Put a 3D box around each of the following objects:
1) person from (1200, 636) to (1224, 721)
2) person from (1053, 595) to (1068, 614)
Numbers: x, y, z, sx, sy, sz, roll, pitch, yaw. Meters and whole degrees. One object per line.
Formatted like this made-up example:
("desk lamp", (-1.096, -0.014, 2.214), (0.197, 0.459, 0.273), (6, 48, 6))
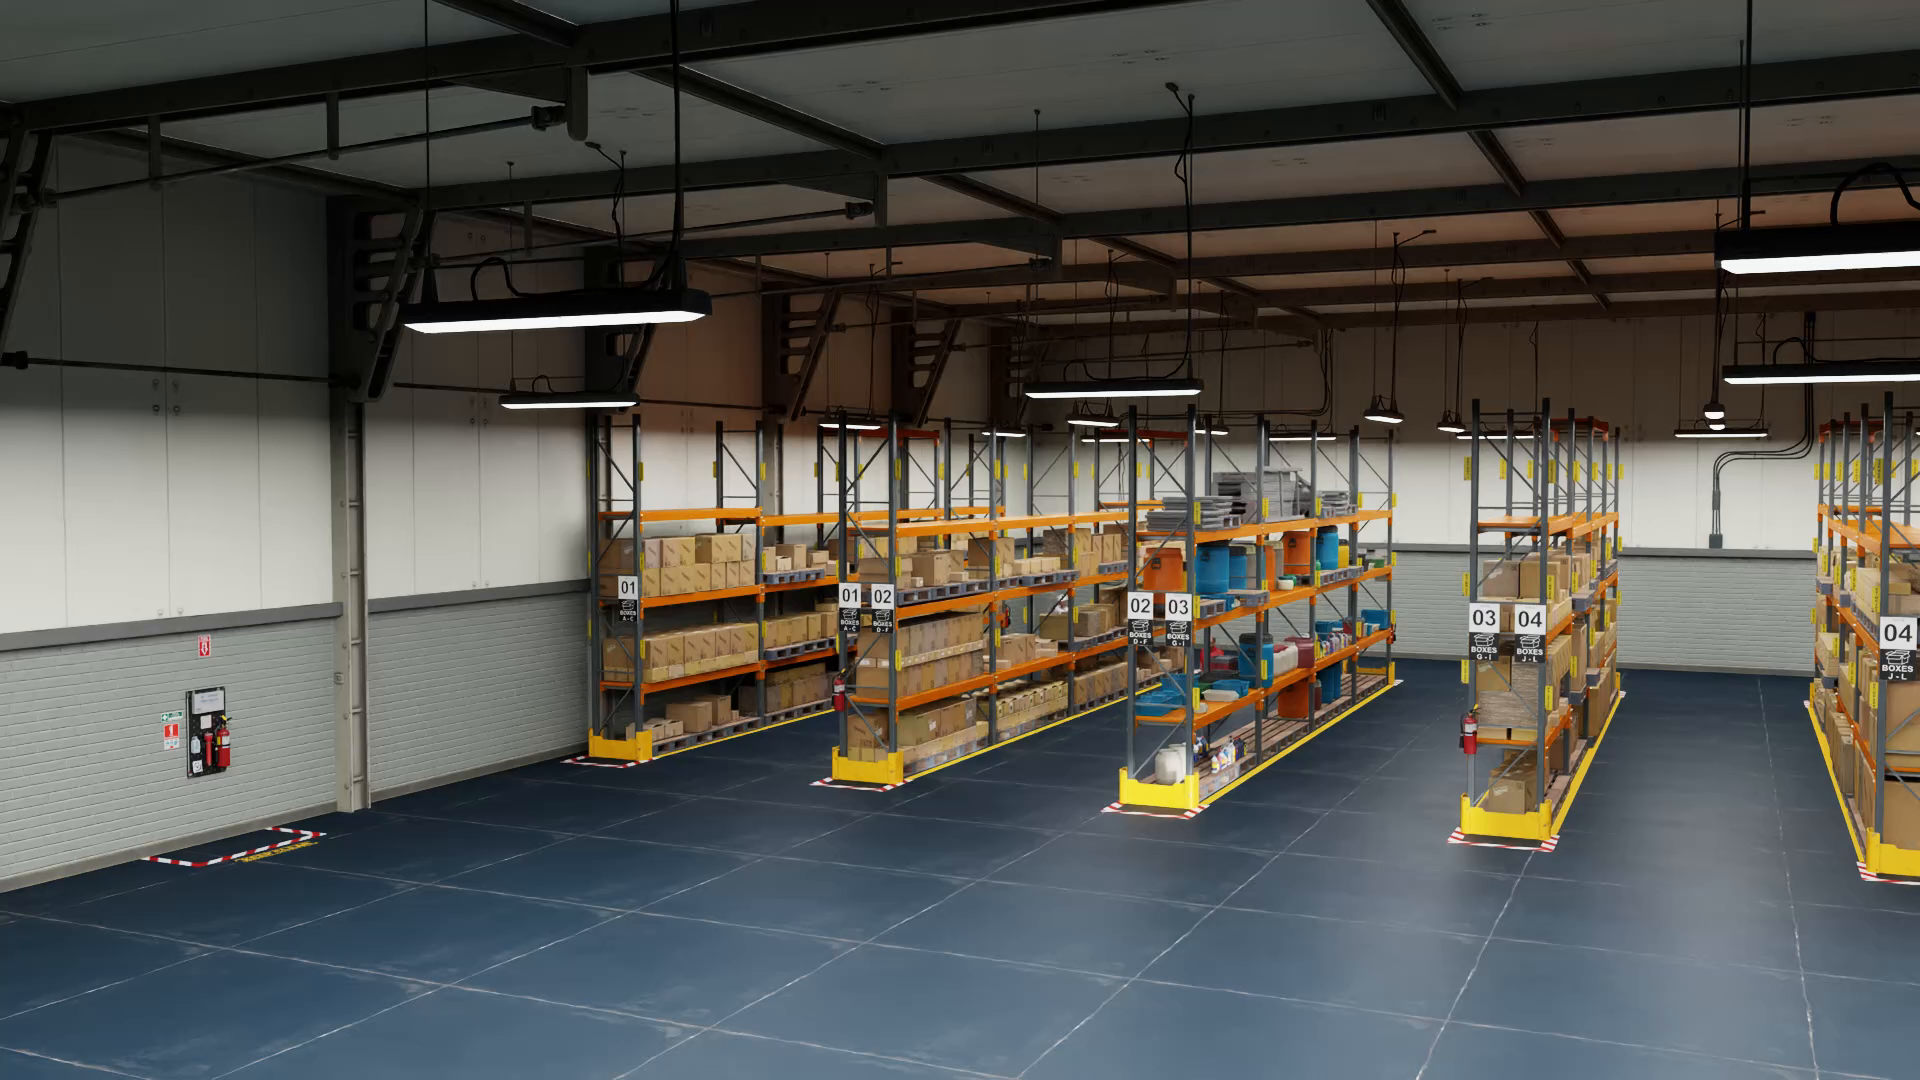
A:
("person", (4.997, 2.781, 33.128), (0.586, 1.740, 0.696), (2, 3, 34))
("person", (2.760, 2.322, 44.920), (0.527, 1.662, 0.986), (-2, 3, -38))
